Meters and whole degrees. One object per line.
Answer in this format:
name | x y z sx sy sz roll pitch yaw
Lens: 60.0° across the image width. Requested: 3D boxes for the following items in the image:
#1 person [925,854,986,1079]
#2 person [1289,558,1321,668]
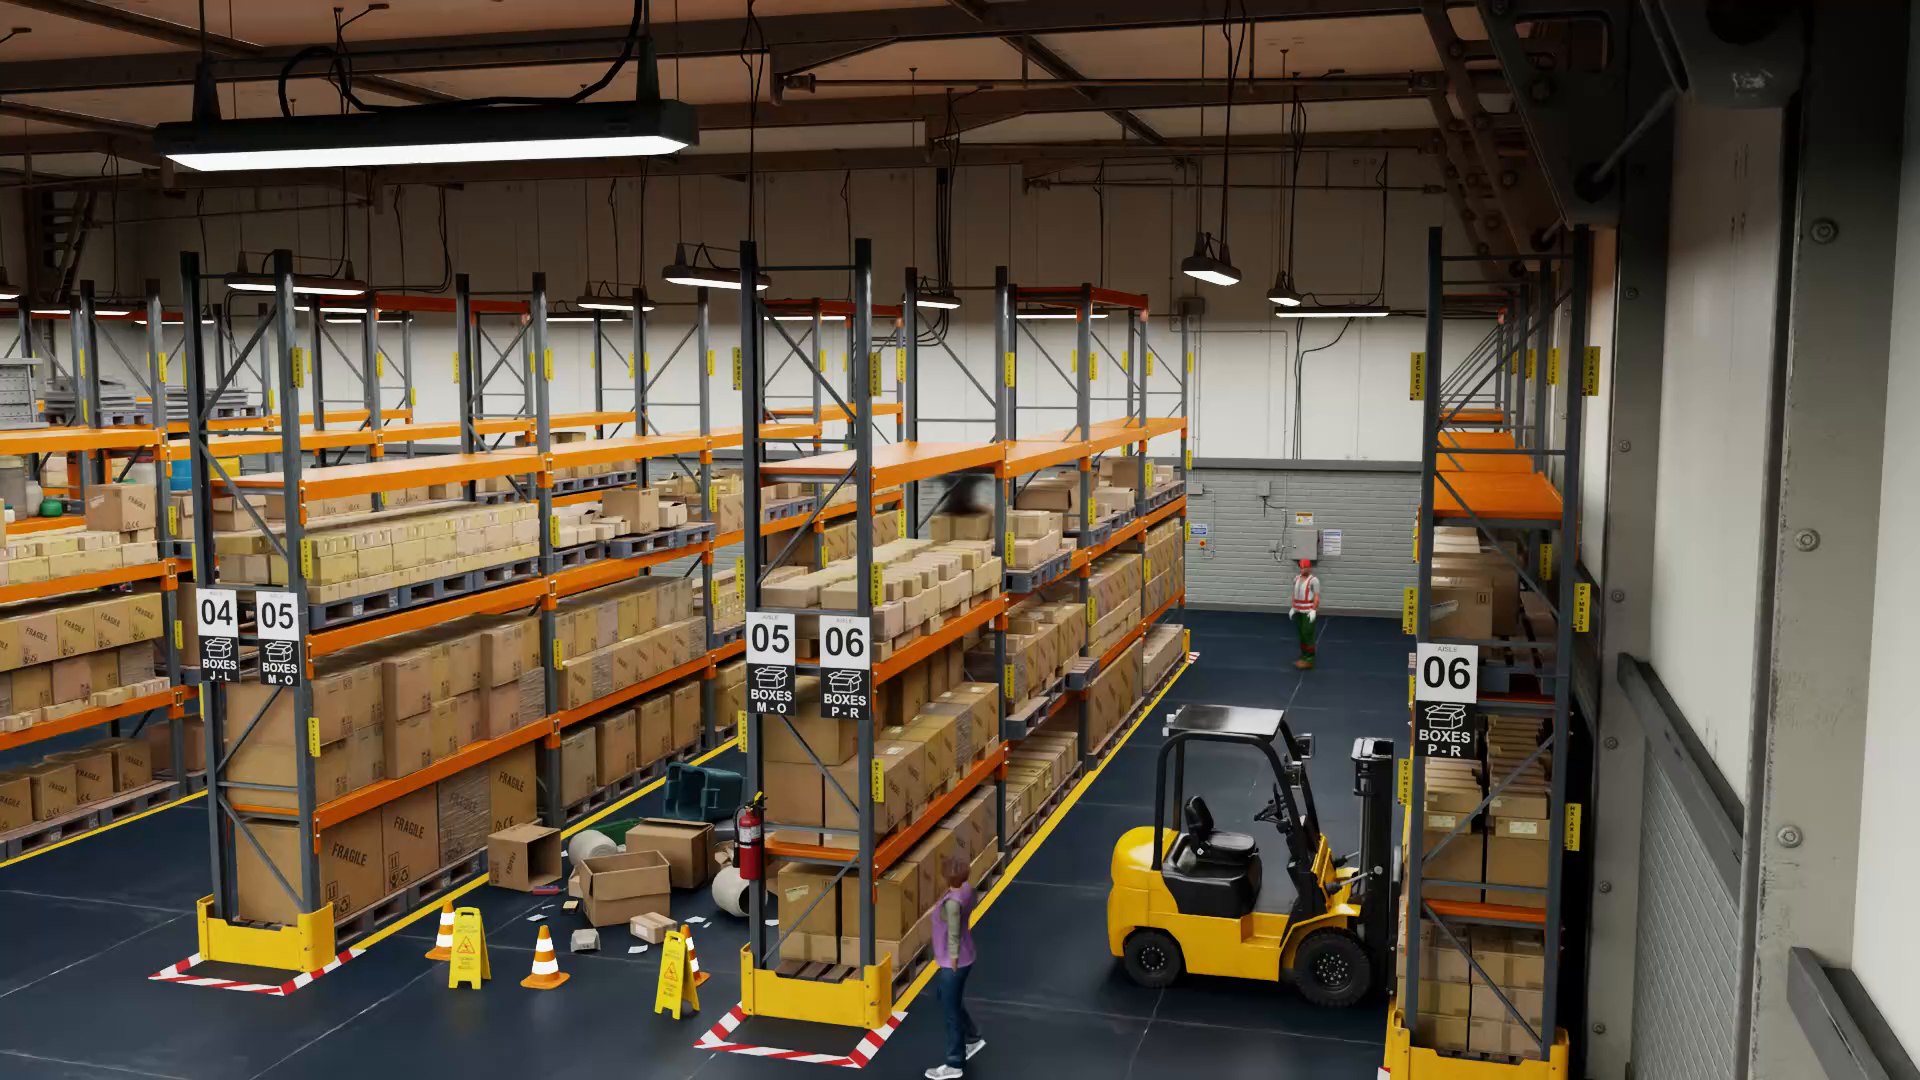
person | -0.029 3.034 11.935 0.400 1.609 0.444 1 6 8
person | 5.686 1.201 27.432 0.388 1.803 0.571 -3 7 -22
